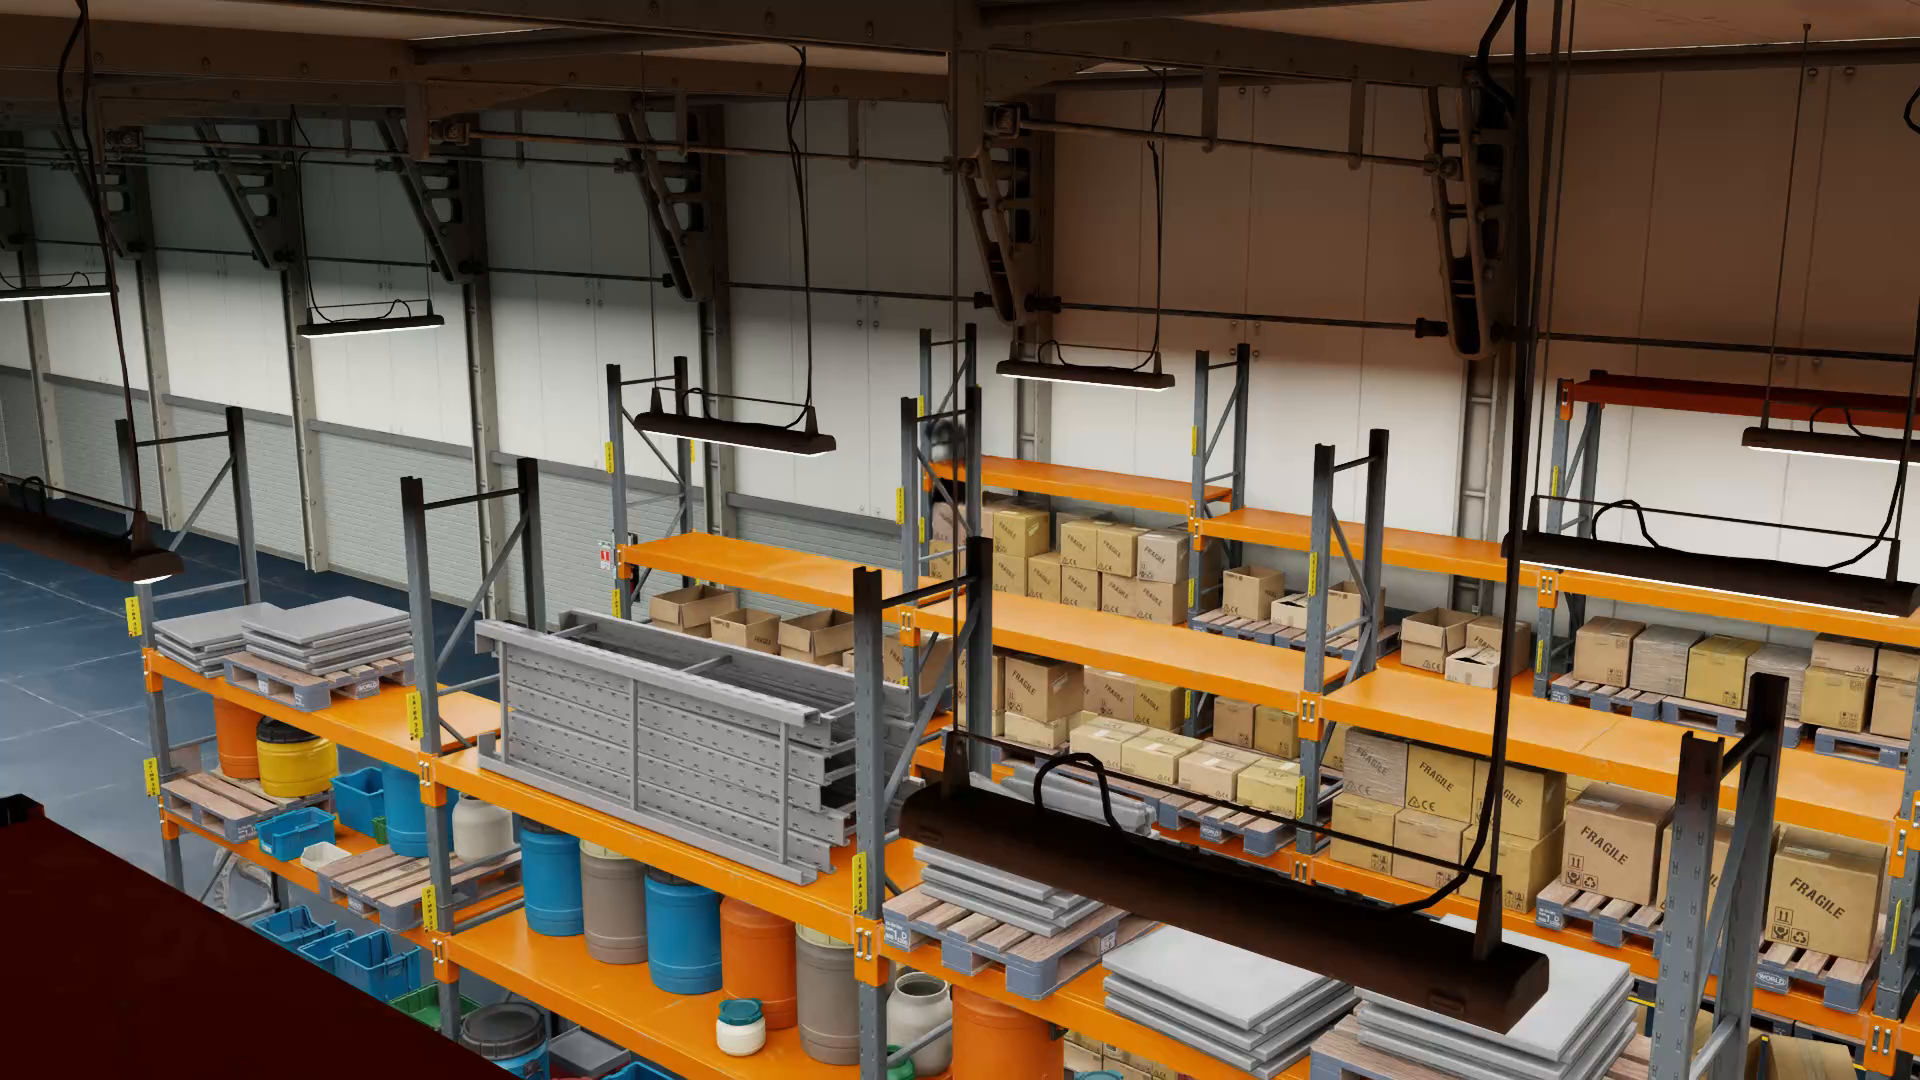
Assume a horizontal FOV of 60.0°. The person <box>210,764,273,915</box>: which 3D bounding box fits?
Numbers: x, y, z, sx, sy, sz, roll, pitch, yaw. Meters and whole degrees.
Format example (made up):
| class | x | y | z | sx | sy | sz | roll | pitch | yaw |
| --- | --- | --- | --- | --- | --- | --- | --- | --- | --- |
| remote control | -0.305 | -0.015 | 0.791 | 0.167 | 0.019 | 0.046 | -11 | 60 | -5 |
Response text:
| class | x | y | z | sx | sy | sz | roll | pitch | yaw |
| --- | --- | --- | --- | --- | --- | --- | --- | --- | --- |
| person | -7.780 | 3.237 | 17.826 | 0.928 | 1.819 | 0.672 | -6 | 14 | -25 |
